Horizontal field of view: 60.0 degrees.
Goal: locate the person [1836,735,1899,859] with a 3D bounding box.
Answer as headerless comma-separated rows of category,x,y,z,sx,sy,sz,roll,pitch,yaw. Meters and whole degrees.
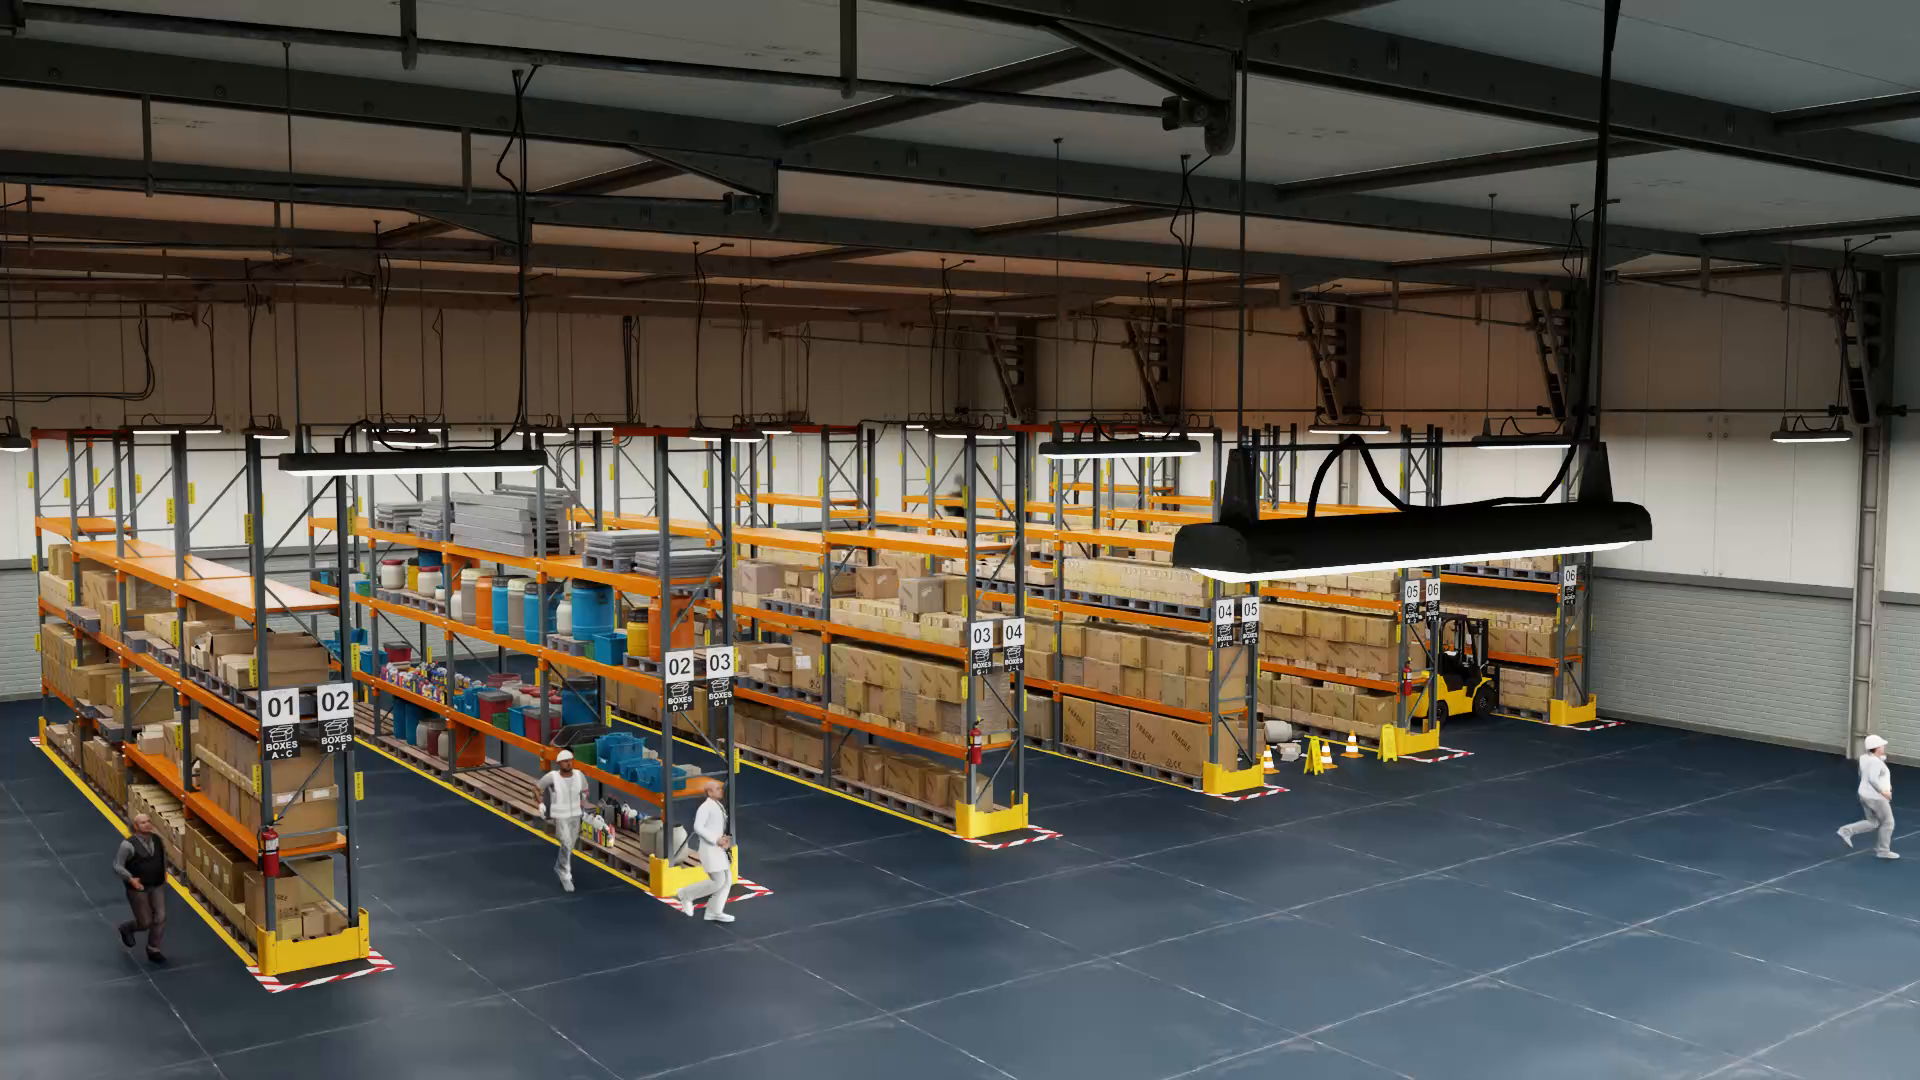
person,12.843,3.613,23.440,0.813,1.745,0.676,1,5,7

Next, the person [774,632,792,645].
person,-4.509,1.913,41.745,0.684,1.718,0.754,1,5,13

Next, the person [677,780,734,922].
person,-3.134,3.849,20.664,0.692,1.738,0.732,1,5,7

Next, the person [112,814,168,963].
person,-9.386,3.984,19.091,0.762,1.688,0.625,3,5,33

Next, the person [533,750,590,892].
person,-5.235,3.706,22.078,0.661,1.847,0.785,-4,6,-44
